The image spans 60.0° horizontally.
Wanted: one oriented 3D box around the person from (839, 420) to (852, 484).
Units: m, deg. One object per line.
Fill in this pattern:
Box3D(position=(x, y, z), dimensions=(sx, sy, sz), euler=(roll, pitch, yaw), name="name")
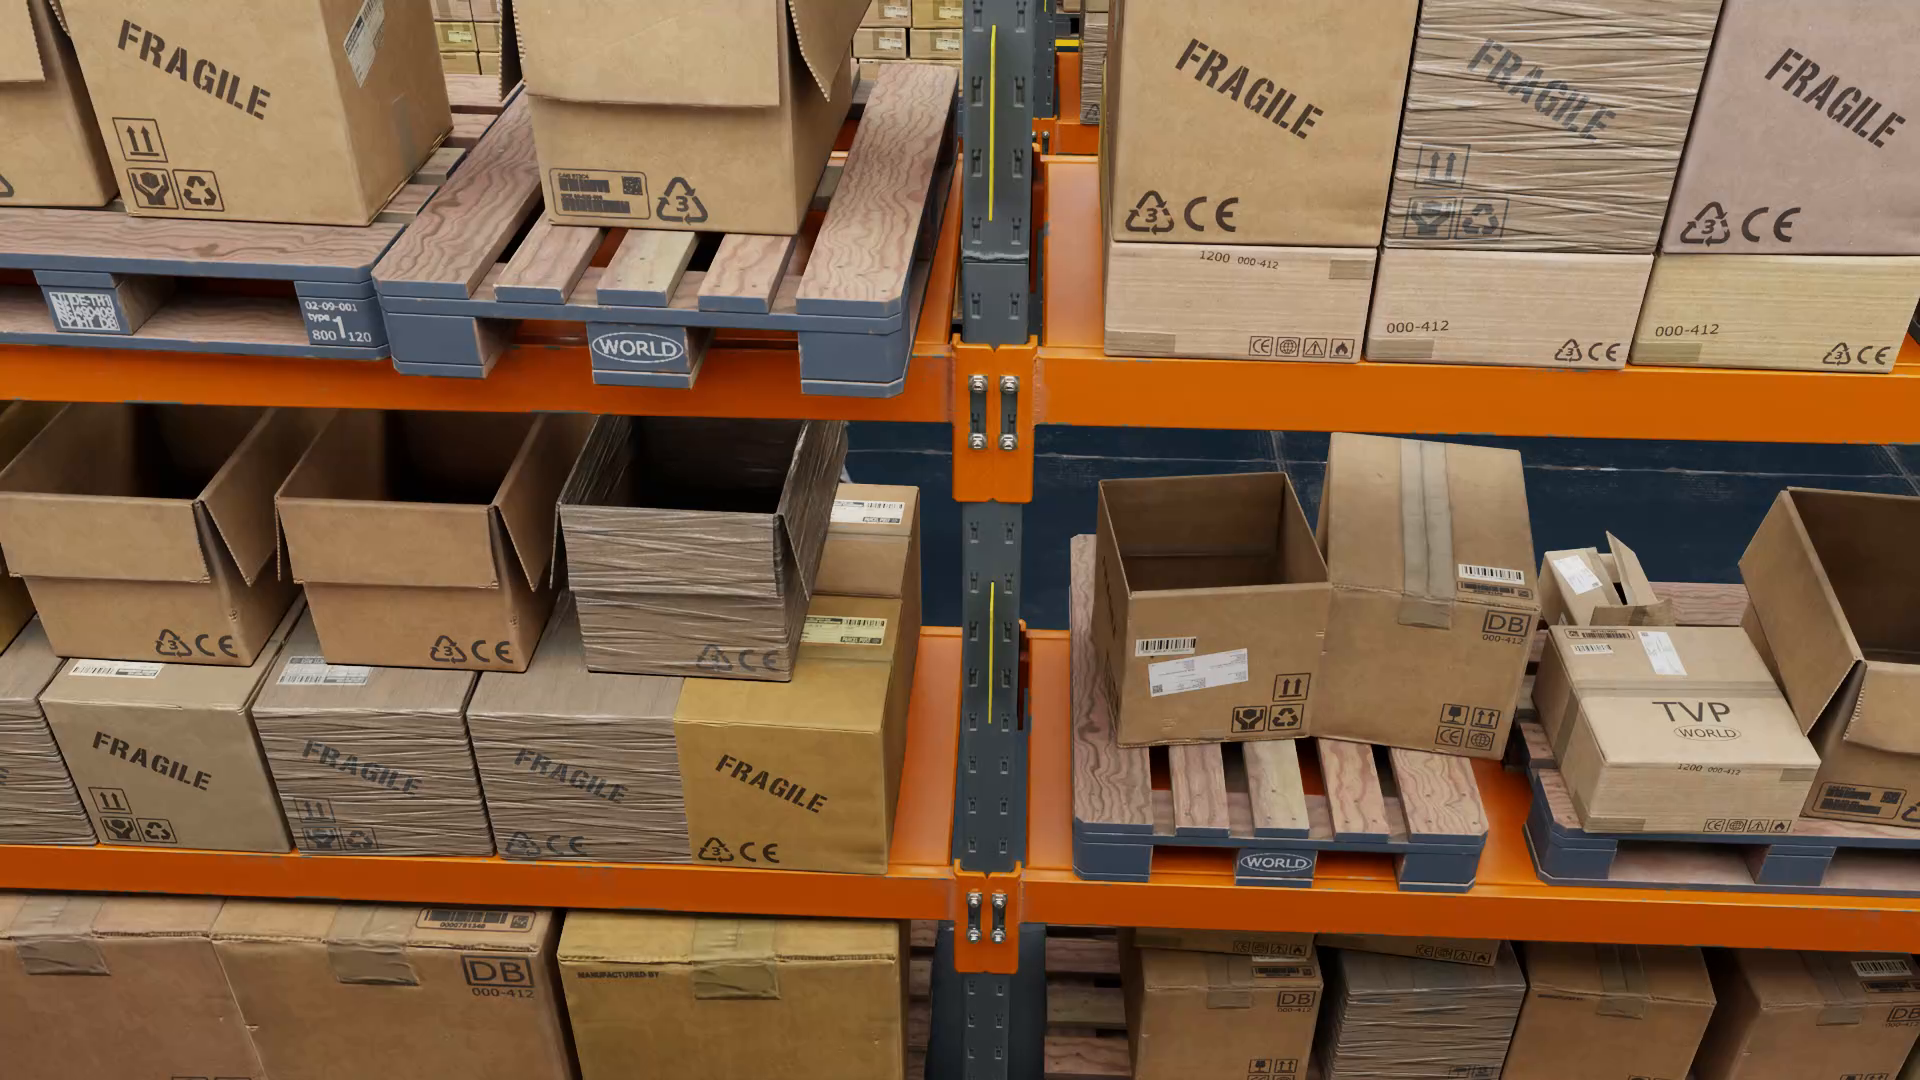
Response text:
Box3D(position=(-0.587, -0.563, 6.933), dimensions=(0.327, 1.661, 0.473), euler=(2, 36, 3), name="person")
